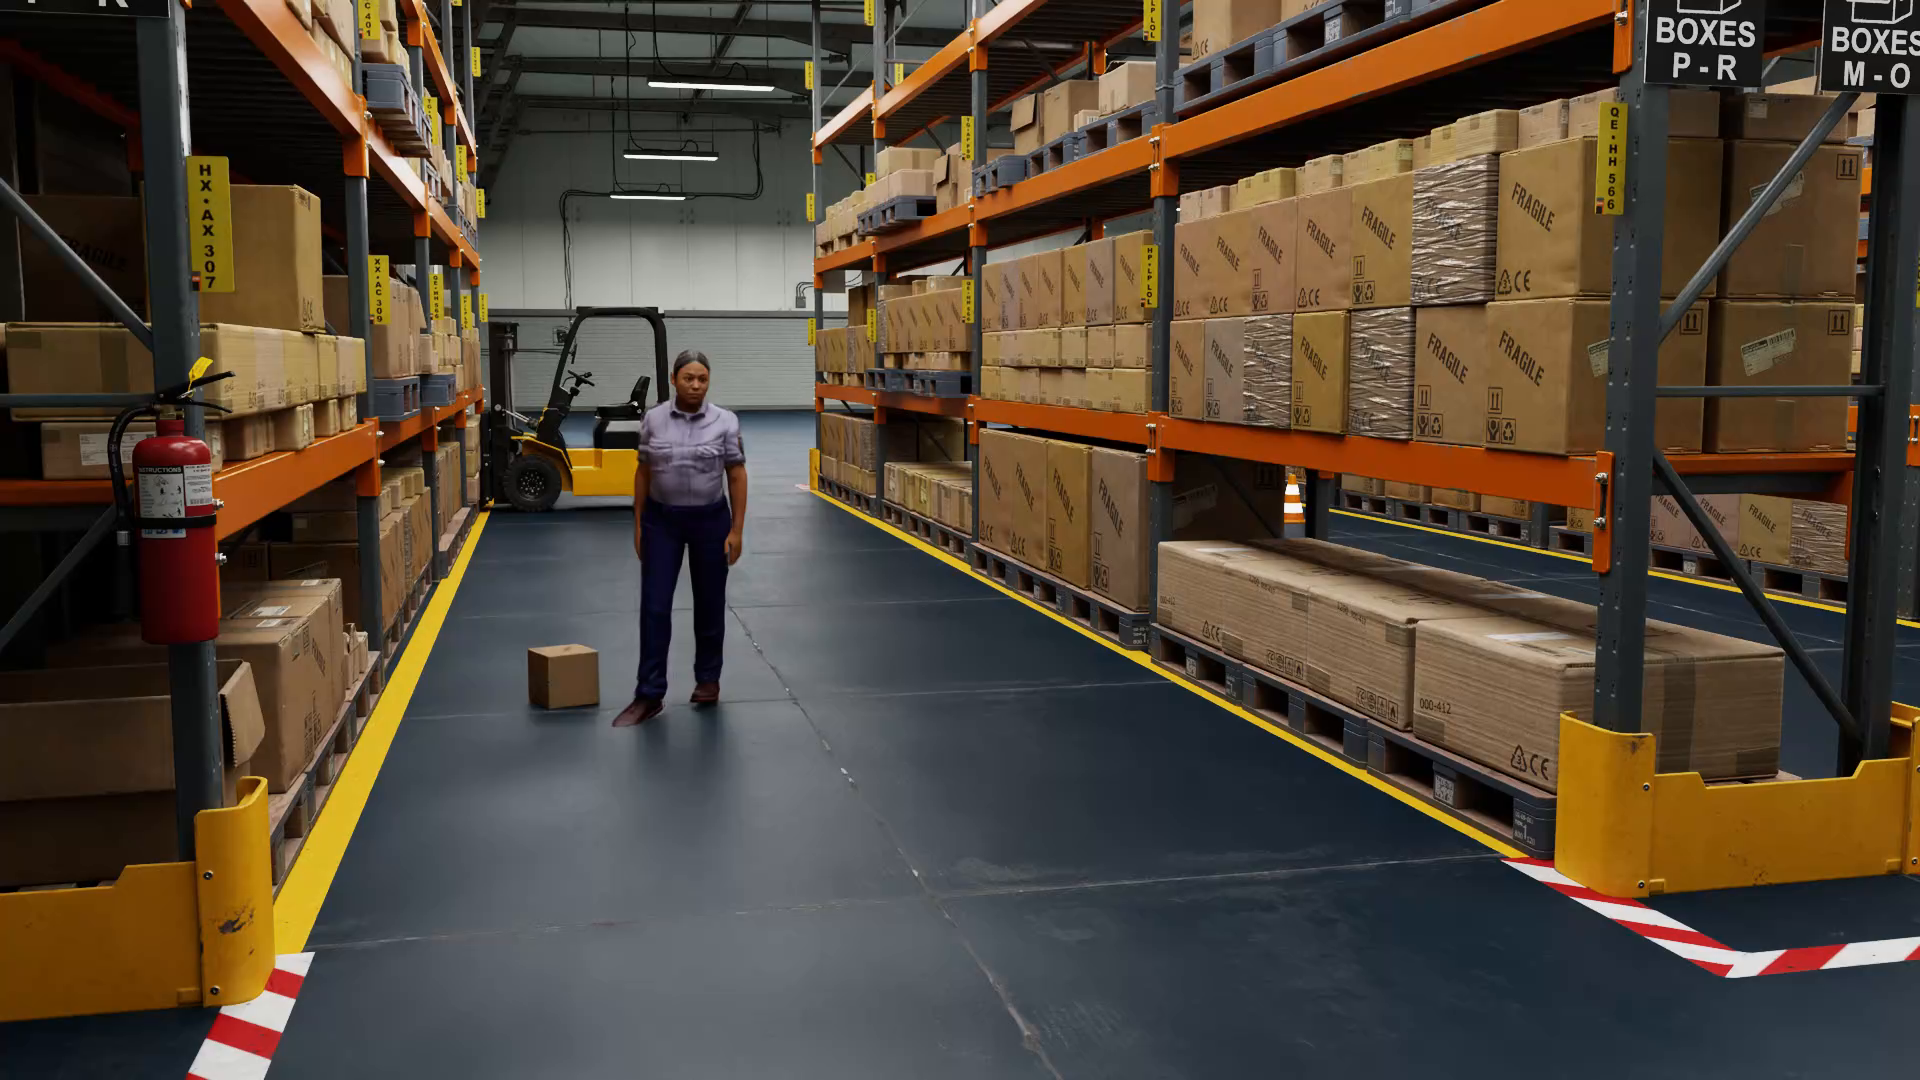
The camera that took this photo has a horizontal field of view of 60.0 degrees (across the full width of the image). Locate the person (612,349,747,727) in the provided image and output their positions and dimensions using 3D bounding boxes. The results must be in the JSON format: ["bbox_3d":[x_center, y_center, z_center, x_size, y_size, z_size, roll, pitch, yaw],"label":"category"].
[{"bbox_3d":[-1.266,-0.014,7.530,0.601,1.688,0.604,-1,6,-6],"label":"person"}]
